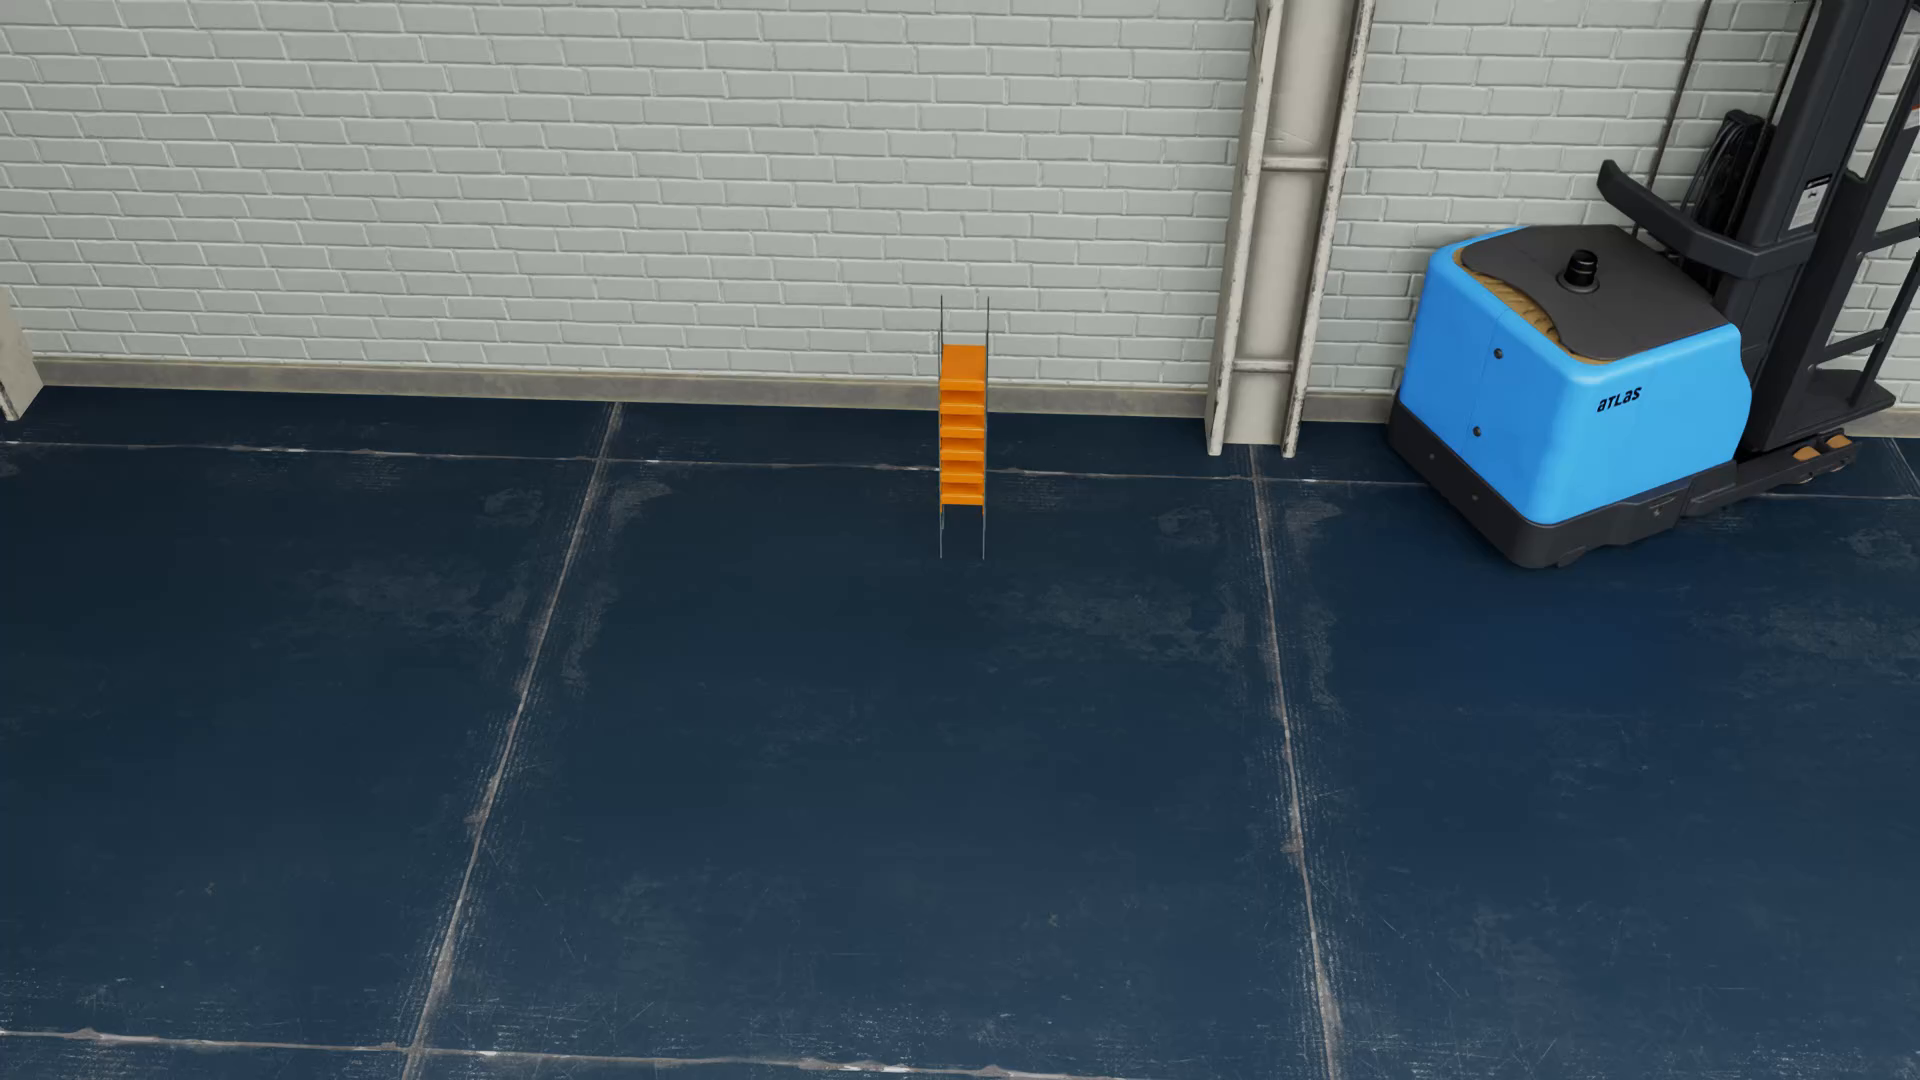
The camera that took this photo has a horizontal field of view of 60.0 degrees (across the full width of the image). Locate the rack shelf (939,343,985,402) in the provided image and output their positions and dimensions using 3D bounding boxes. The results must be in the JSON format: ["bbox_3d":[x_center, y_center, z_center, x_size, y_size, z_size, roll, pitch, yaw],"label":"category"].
[{"bbox_3d":[0.014,-0.669,6.625,0.180,0.103,0.258,2,43,2],"label":"rack shelf"}]

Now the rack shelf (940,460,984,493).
[{"bbox_3d":[0.014,-0.318,6.953,0.180,0.103,0.258,2,43,2],"label":"rack shelf"}]

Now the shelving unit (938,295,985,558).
[{"bbox_3d":[-10.961,0.879,4.986,21.905,1.800,5.752,2,43,2],"label":"shelving unit"}]

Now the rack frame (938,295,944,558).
[{"bbox_3d":[-0.077,-0.441,6.844,0.006,1.200,0.240,2,43,2],"label":"rack frame"}]
